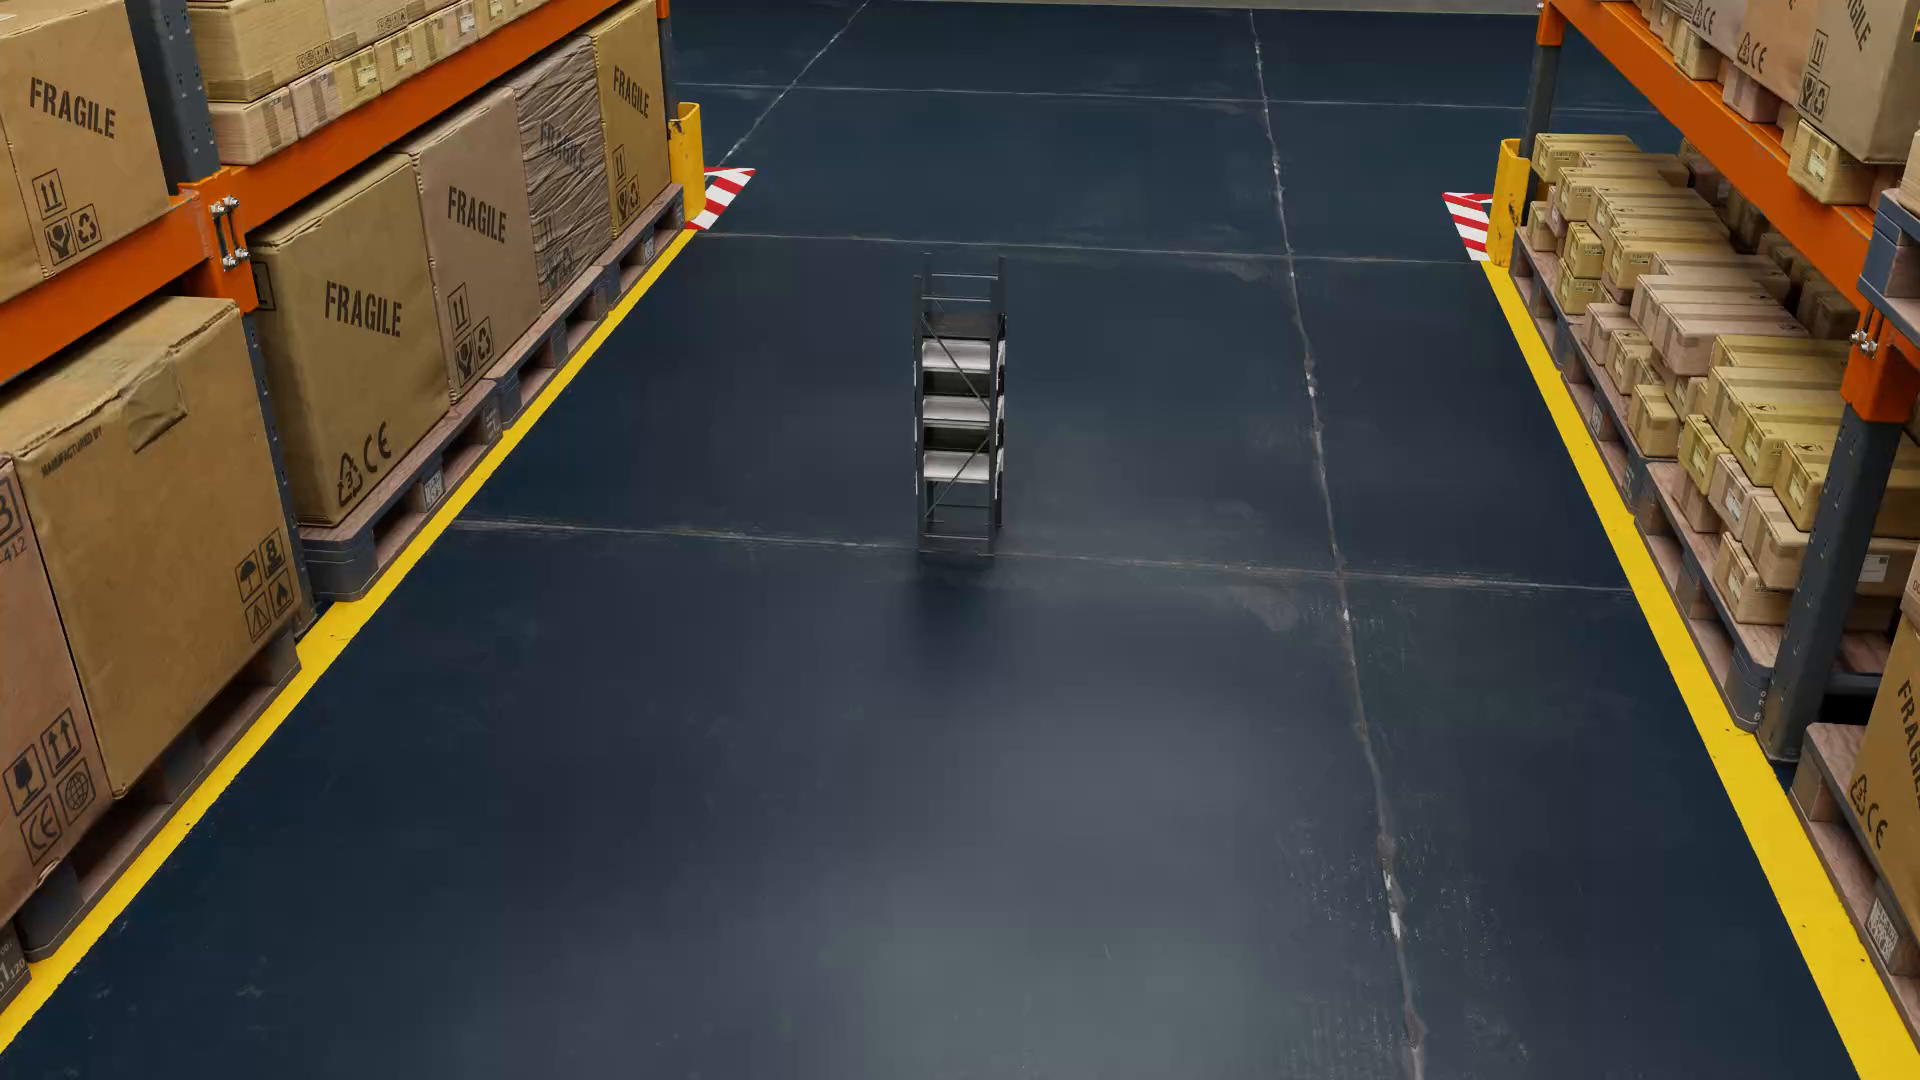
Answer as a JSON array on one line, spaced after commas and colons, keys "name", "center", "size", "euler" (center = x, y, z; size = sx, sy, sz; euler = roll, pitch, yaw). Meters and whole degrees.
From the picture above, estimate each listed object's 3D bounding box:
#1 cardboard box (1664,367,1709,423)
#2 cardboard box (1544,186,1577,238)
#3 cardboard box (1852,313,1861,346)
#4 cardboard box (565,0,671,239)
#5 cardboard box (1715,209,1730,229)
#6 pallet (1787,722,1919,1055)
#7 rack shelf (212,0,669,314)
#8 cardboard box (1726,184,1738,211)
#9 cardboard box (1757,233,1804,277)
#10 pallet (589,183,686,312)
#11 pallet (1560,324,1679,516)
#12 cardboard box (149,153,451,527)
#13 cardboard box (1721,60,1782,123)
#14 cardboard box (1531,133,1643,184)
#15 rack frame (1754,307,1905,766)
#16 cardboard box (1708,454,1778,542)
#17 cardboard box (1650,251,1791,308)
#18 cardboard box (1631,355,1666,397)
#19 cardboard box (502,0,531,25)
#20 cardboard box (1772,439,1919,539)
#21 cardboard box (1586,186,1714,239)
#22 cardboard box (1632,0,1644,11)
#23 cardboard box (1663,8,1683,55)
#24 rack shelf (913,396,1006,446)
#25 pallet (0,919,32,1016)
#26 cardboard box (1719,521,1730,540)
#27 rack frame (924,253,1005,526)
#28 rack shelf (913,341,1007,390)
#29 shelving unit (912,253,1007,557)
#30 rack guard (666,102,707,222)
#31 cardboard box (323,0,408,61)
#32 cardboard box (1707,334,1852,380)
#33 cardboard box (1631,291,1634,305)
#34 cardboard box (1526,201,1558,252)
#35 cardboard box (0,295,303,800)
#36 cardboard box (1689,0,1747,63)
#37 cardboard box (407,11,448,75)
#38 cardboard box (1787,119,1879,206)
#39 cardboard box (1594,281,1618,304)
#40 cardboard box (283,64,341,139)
[{"name": "cardboard box", "center": [2.445, -0.472, 5.212], "size": [0.380, 0.149, 0.250], "euler": [4, 29, 7]}, {"name": "cardboard box", "center": [2.627, -1.342, 6.827], "size": [0.380, 0.149, 0.250], "euler": [3, 28, 6]}, {"name": "cardboard box", "center": [2.990, -0.585, 5.108], "size": [0.380, 0.149, 0.250], "euler": [4, 29, 7]}, {"name": "cardboard box", "center": [-1.873, -1.918, 7.445], "size": [0.875, 0.875, 0.875], "euler": [3, 28, 6]}, {"name": "cardboard box", "center": [3.193, -1.189, 6.545], "size": [0.380, 0.149, 0.250], "euler": [2, 28, 4]}, {"name": "pallet", "center": [2.452, 0.839, 3.471], "size": [1.003, 0.211, 1.213], "euler": [3, 28, 6]}, {"name": "rack shelf", "center": [-2.119, -1.716, 6.031], "size": [1.077, 0.370, 4.000], "euler": [3, 28, 6]}, {"name": "cardboard box", "center": [3.229, -1.322, 6.477], "size": [0.380, 0.149, 0.250], "euler": [3, 28, 5]}, {"name": "cardboard box", "center": [3.014, -0.956, 5.799], "size": [0.380, 0.149, 0.250], "euler": [2, 28, 4]}, {"name": "pallet", "center": [-1.895, -1.366, 7.562], "size": [1.003, 0.211, 1.213], "euler": [3, 28, 6]}, {"name": "pallet", "center": [2.740, -0.422, 5.811], "size": [1.003, 0.211, 1.213], "euler": [3, 28, 6]}, {"name": "cardboard box", "center": [-2.204, -0.647, 5.086], "size": [0.875, 0.875, 0.875], "euler": [3, 28, 6]}, {"name": "cardboard box", "center": [2.424, -1.292, 4.751], "size": [0.380, 0.149, 0.250], "euler": [2, 28, 4]}, {"name": "cardboard box", "center": [2.635, -1.603, 6.999], "size": [0.380, 0.149, 0.250], "euler": [2, 28, 4]}, {"name": "rack frame", "center": [2.546, -0.756, 3.490], "size": [1.000, 3.000, 0.127], "euler": [3, 28, 6]}, {"name": "cardboard box", "center": [2.290, -0.111, 4.543], "size": [0.380, 0.149, 0.250], "euler": [2, 28, 4]}, {"name": "cardboard box", "center": [2.557, -0.859, 5.617], "size": [0.380, 0.149, 0.250], "euler": [3, 29, 6]}, {"name": "cardboard box", "center": [2.481, -0.496, 5.571], "size": [0.380, 0.149, 0.250], "euler": [4, 29, 7]}, {"name": "cardboard box", "center": [-1.779, -1.957, 5.985], "size": [0.380, 0.149, 0.250], "euler": [4, 29, 7]}, {"name": "cardboard box", "center": [2.331, -0.130, 4.264], "size": [0.380, 0.149, 0.250], "euler": [4, 29, 8]}, {"name": "cardboard box", "center": [2.614, -1.234, 6.313], "size": [0.380, 0.149, 0.250], "euler": [2, 28, 4]}, {"name": "cardboard box", "center": [2.699, -2.019, 6.099], "size": [0.380, 0.149, 0.250], "euler": [5, 29, 9]}, {"name": "cardboard box", "center": [2.530, -1.657, 5.428], "size": [0.380, 0.149, 0.250], "euler": [4, 29, 8]}, {"name": "rack shelf", "center": [0.001, -0.371, 5.059], "size": [0.258, 0.077, 0.200], "euler": [3, 28, 6]}, {"name": "pallet", "center": [-2.531, 1.080, 3.023], "size": [1.003, 0.211, 1.213], "euler": [3, 28, 6]}, {"name": "cardboard box", "center": [2.371, -0.007, 4.664], "size": [0.380, 0.149, 0.250], "euler": [4, 29, 8]}, {"name": "rack frame", "center": [0.013, -0.448, 5.133], "size": [0.240, 0.900, 0.006], "euler": [3, 28, 6]}, {"name": "rack shelf", "center": [0.001, -0.529, 4.974], "size": [0.258, 0.077, 0.200], "euler": [3, 28, 6]}, {"name": "shelving unit", "center": [0.001, -0.400, 5.044], "size": [0.258, 0.900, 0.210], "euler": [3, 28, 6]}, {"name": "rack guard", "center": [-1.871, -1.885, 8.222], "size": [1.175, 0.500, 0.348], "euler": [3, 28, 6]}, {"name": "cardboard box", "center": [-1.981, -1.596, 4.894], "size": [0.500, 0.250, 0.500], "euler": [3, 28, 6]}, {"name": "cardboard box", "center": [2.456, -0.488, 4.928], "size": [0.380, 0.149, 0.250], "euler": [4, 29, 8]}, {"name": "cardboard box", "center": [2.616, -0.847, 5.908], "size": [0.380, 0.149, 0.250], "euler": [5, 29, 9]}, {"name": "cardboard box", "center": [2.654, -1.340, 7.138], "size": [0.380, 0.149, 0.250], "euler": [4, 29, 7]}, {"name": "cardboard box", "center": [-2.423, -0.038, 3.956], "size": [1.225, 0.875, 0.875], "euler": [3, 29, 6]}, {"name": "cardboard box", "center": [2.452, -1.653, 4.737], "size": [0.500, 0.500, 0.500], "euler": [3, 28, 6]}, {"name": "cardboard box", "center": [-1.873, -1.593, 5.309], "size": [0.380, 0.149, 0.250], "euler": [3, 28, 5]}, {"name": "cardboard box", "center": [2.272, -0.921, 4.061], "size": [0.380, 0.149, 0.250], "euler": [3, 28, 5]}, {"name": "cardboard box", "center": [2.603, -0.855, 6.238], "size": [0.380, 0.149, 0.250], "euler": [3, 29, 6]}, {"name": "cardboard box", "center": [-1.966, -1.224, 4.625], "size": [0.380, 0.149, 0.250], "euler": [2, 28, 5]}]
